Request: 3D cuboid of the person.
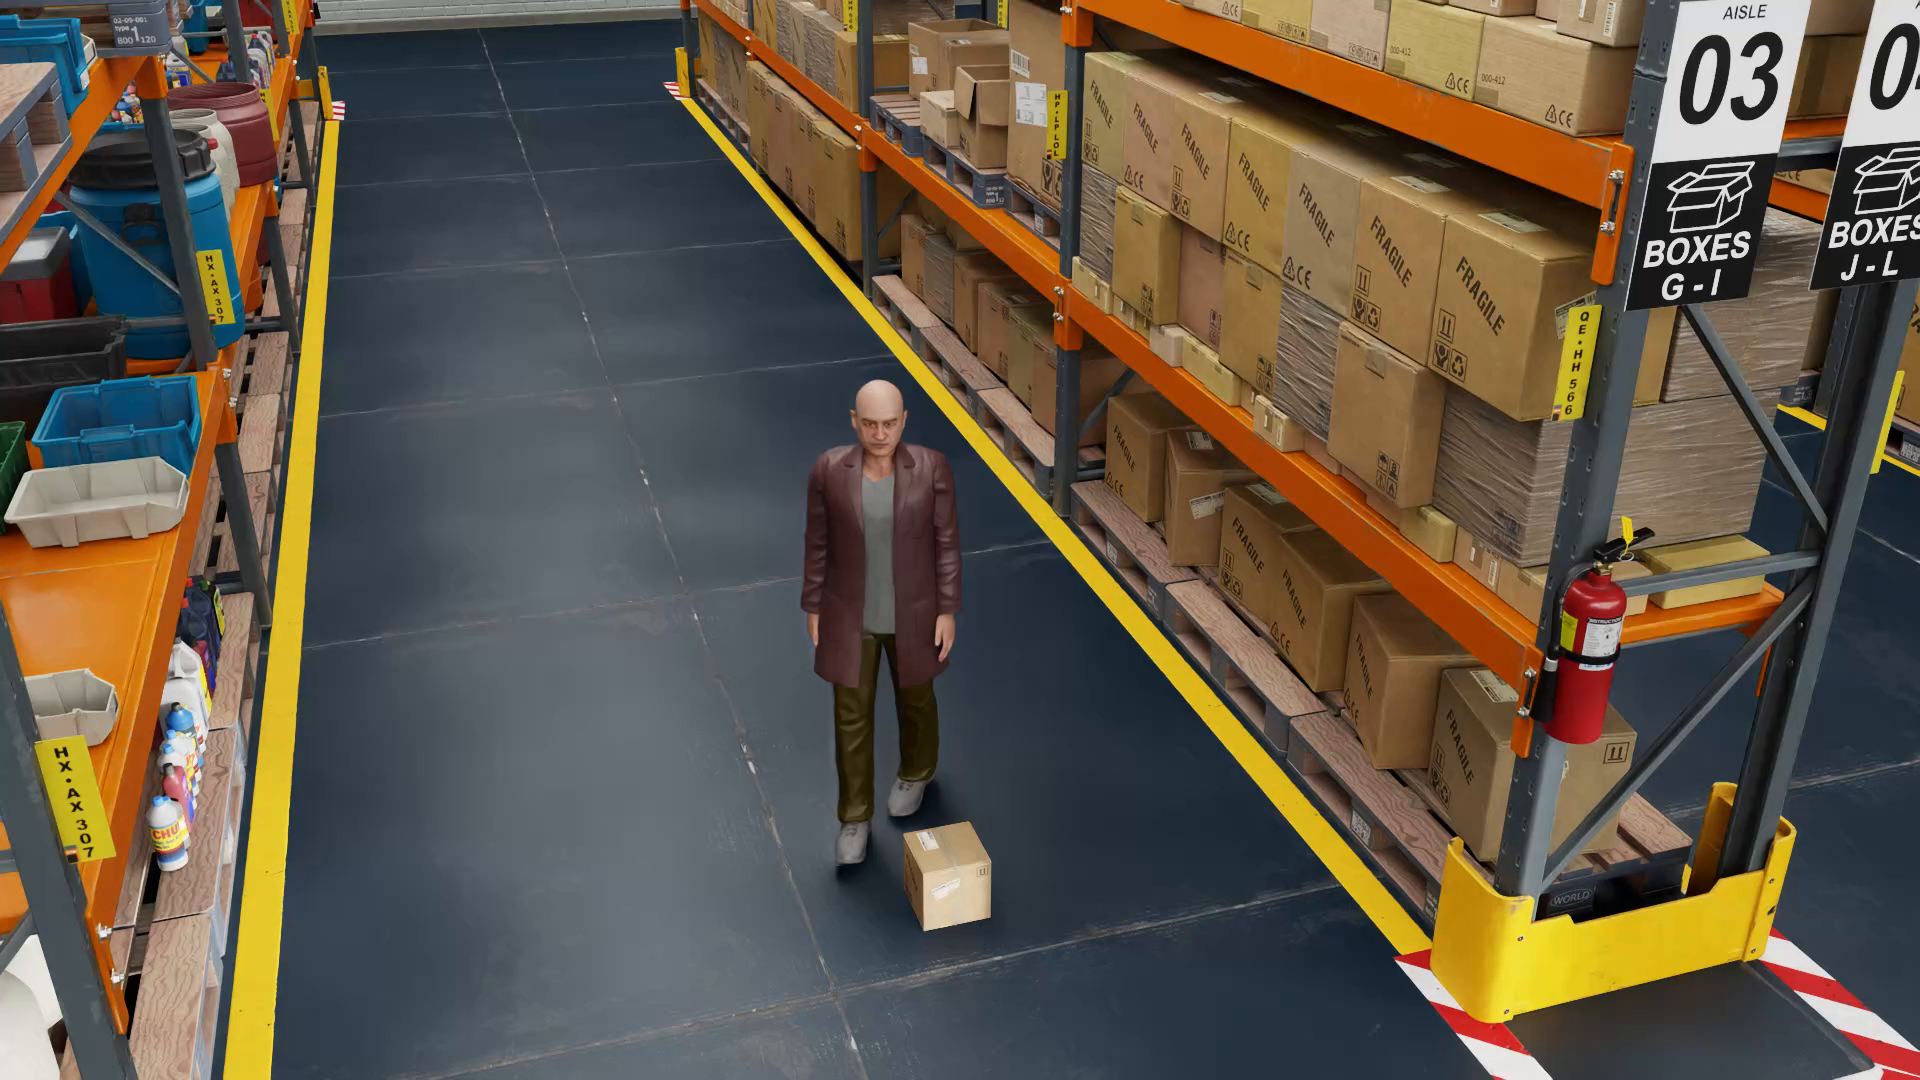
[{"bbox_3d":[-0.288,0.289,6.017,0.595,1.785,0.715,0,26,0],"label":"person"}]
